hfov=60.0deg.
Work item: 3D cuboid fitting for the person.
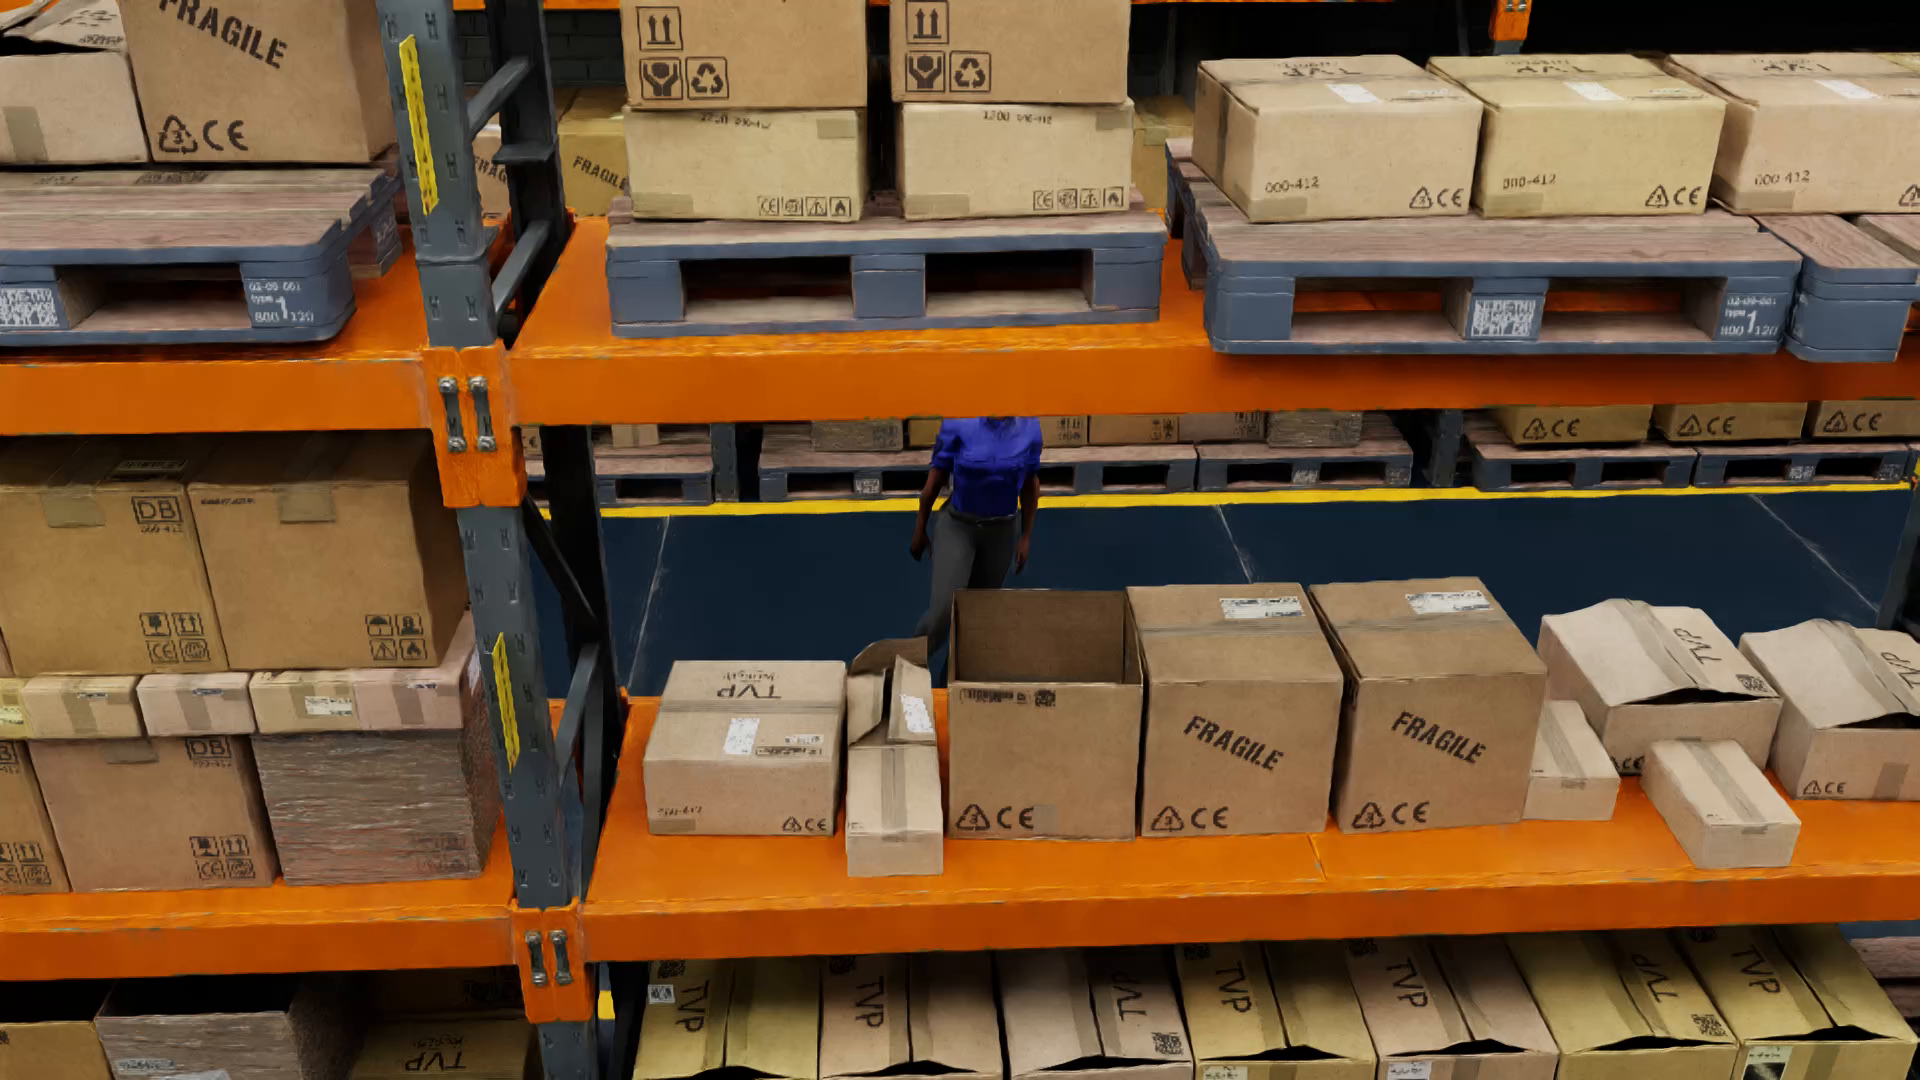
[{"bbox_3d":[0.028,0.021,6.946,0.663,1.650,0.427,-5,28,-9],"label":"person"}]
